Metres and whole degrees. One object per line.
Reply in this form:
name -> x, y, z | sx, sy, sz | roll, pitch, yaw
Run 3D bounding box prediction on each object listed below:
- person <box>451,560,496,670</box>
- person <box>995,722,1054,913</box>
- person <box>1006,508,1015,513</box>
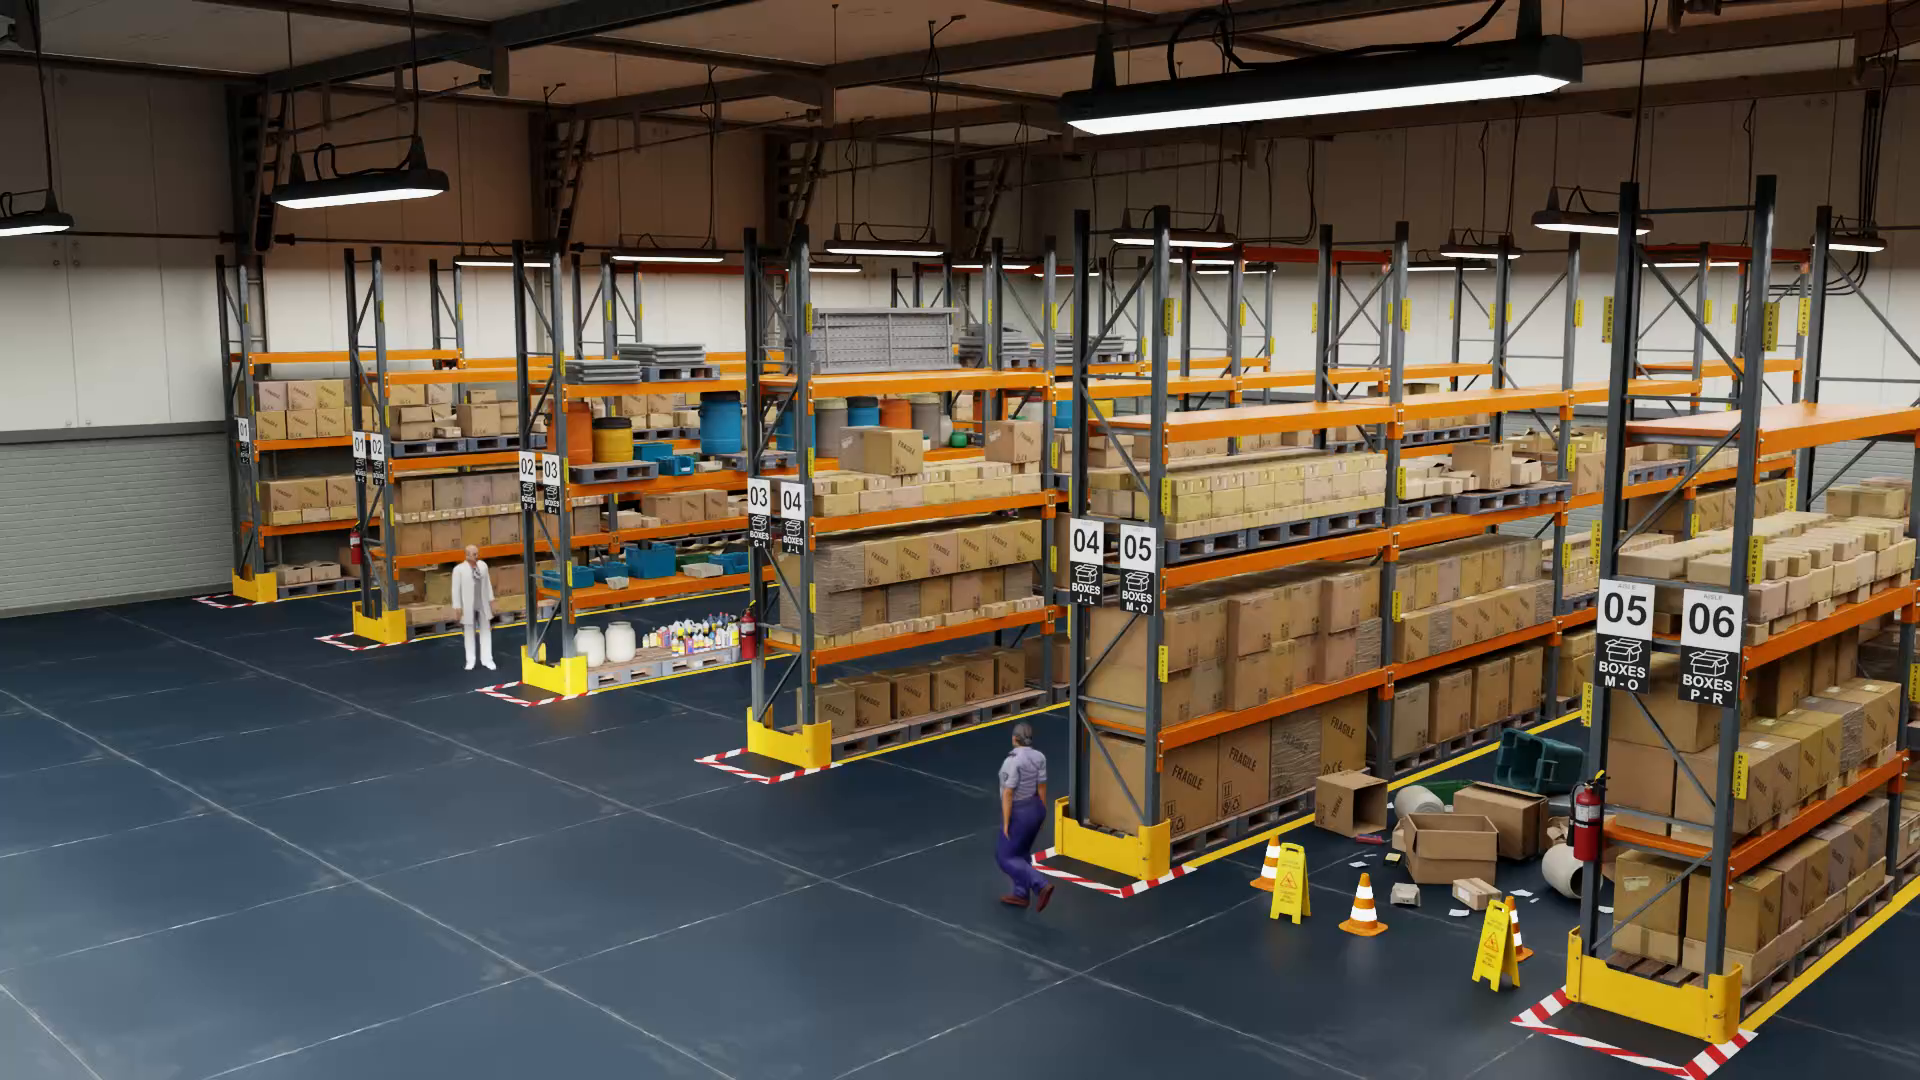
person -> -6.897, 1.048, 23.640 | 0.617, 1.602, 0.460 | -7, 11, -40
person -> 0.559, 2.368, 14.132 | 0.584, 1.621, 0.490 | 3, 9, 23
person -> 1.240, -0.500, 33.996 | 0.847, 1.636, 0.522 | -7, 11, -41
